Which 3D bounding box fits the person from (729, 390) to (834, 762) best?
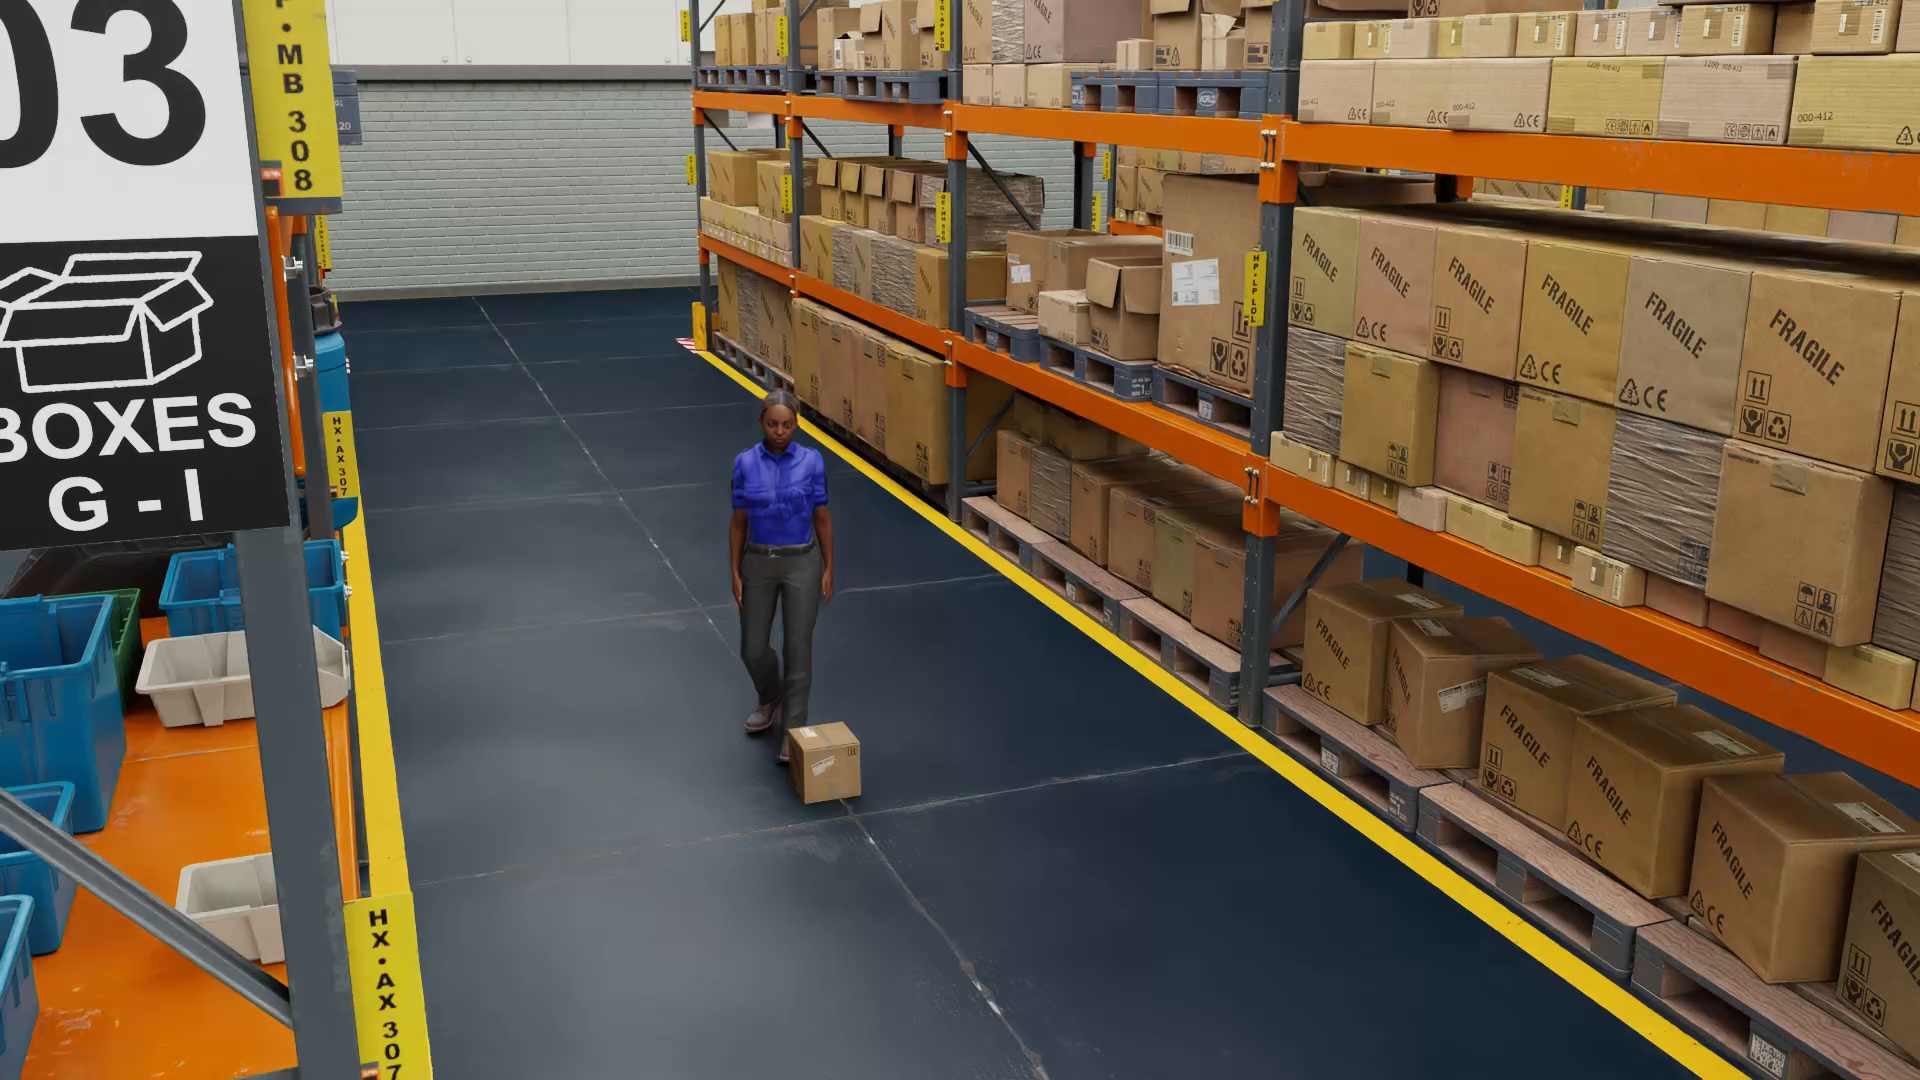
[{"bbox_3d":[-0.802,0.133,7.510,0.462,1.652,0.605,0,16,-1],"label":"person"}]
